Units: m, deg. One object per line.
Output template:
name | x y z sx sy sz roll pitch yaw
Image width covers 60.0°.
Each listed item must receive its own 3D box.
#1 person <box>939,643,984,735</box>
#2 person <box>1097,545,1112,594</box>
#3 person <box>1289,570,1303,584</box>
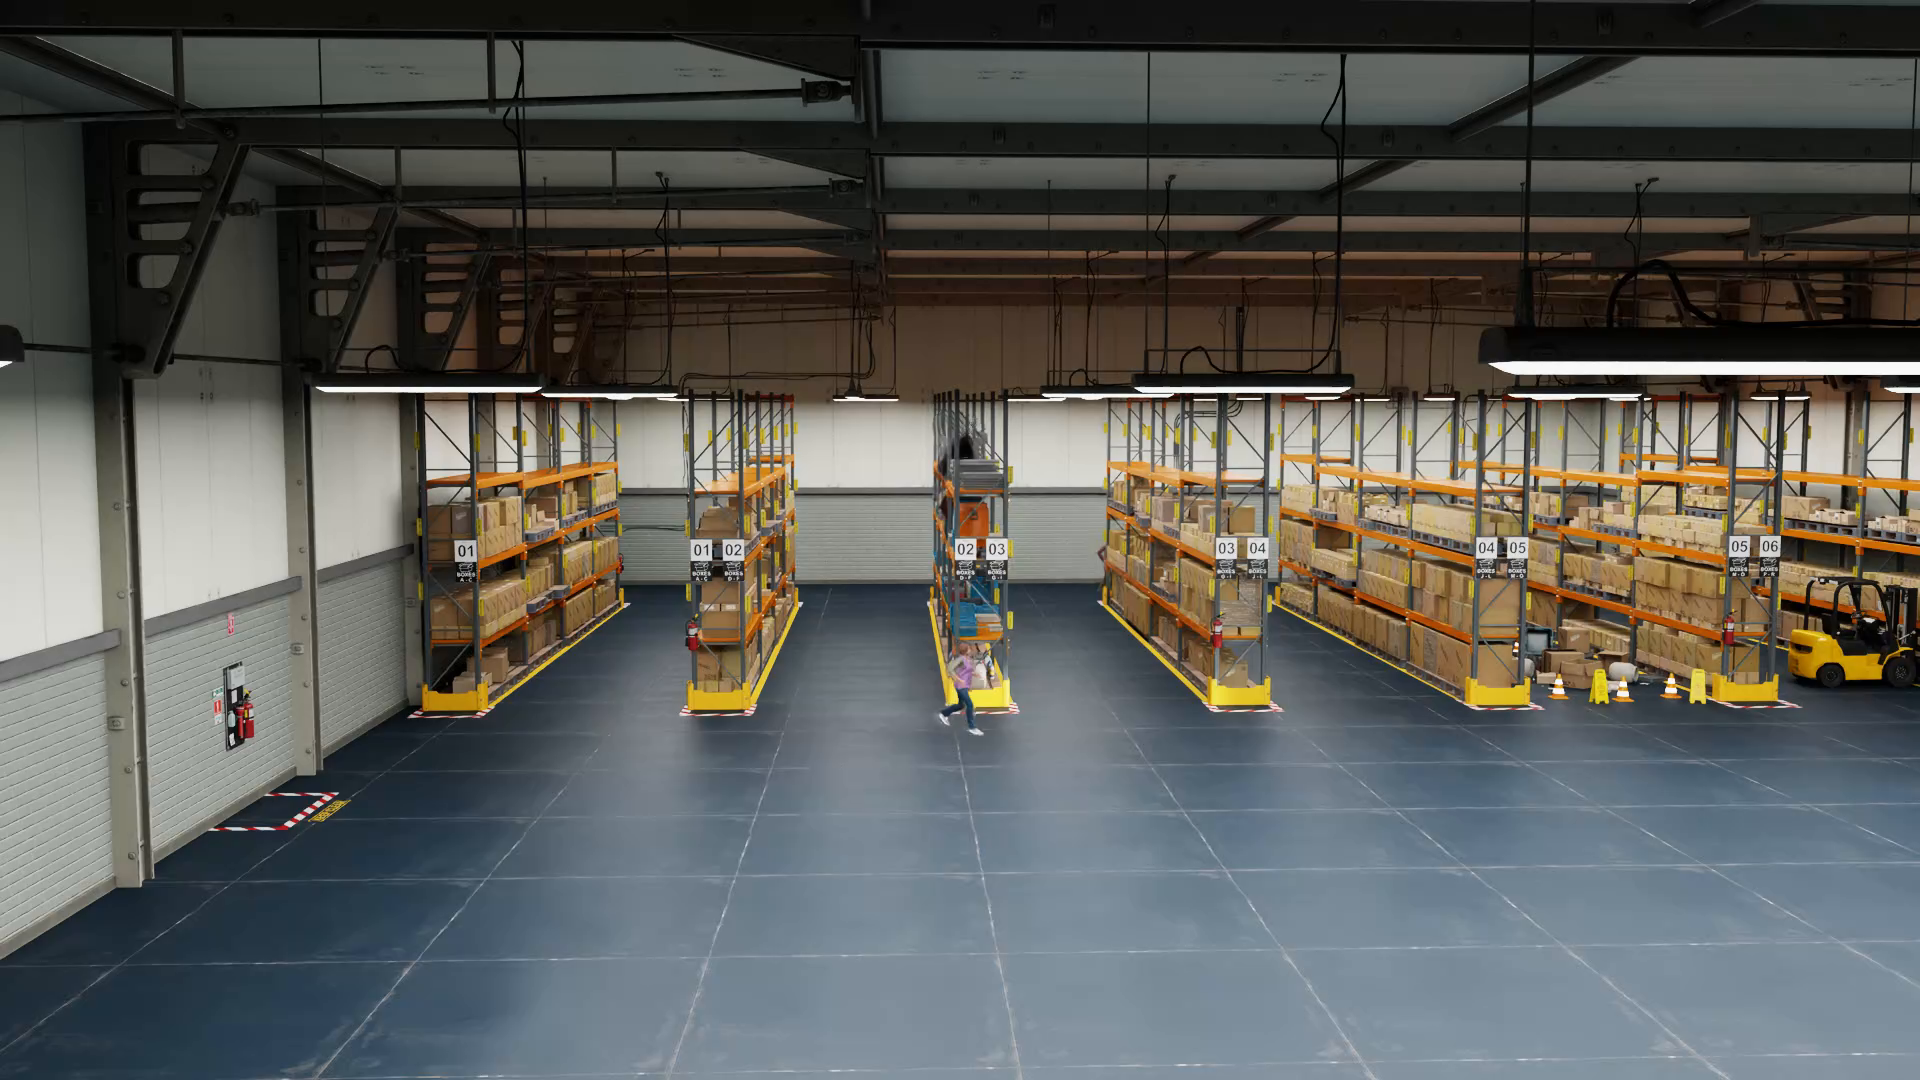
person | -0.001 2.575 28.876 0.873 1.599 0.544 2 5 20
person | 4.474 0.804 49.586 0.865 1.853 0.668 4 6 38
person | 10.035 0.873 49.155 0.679 1.683 0.658 -2 5 -23
